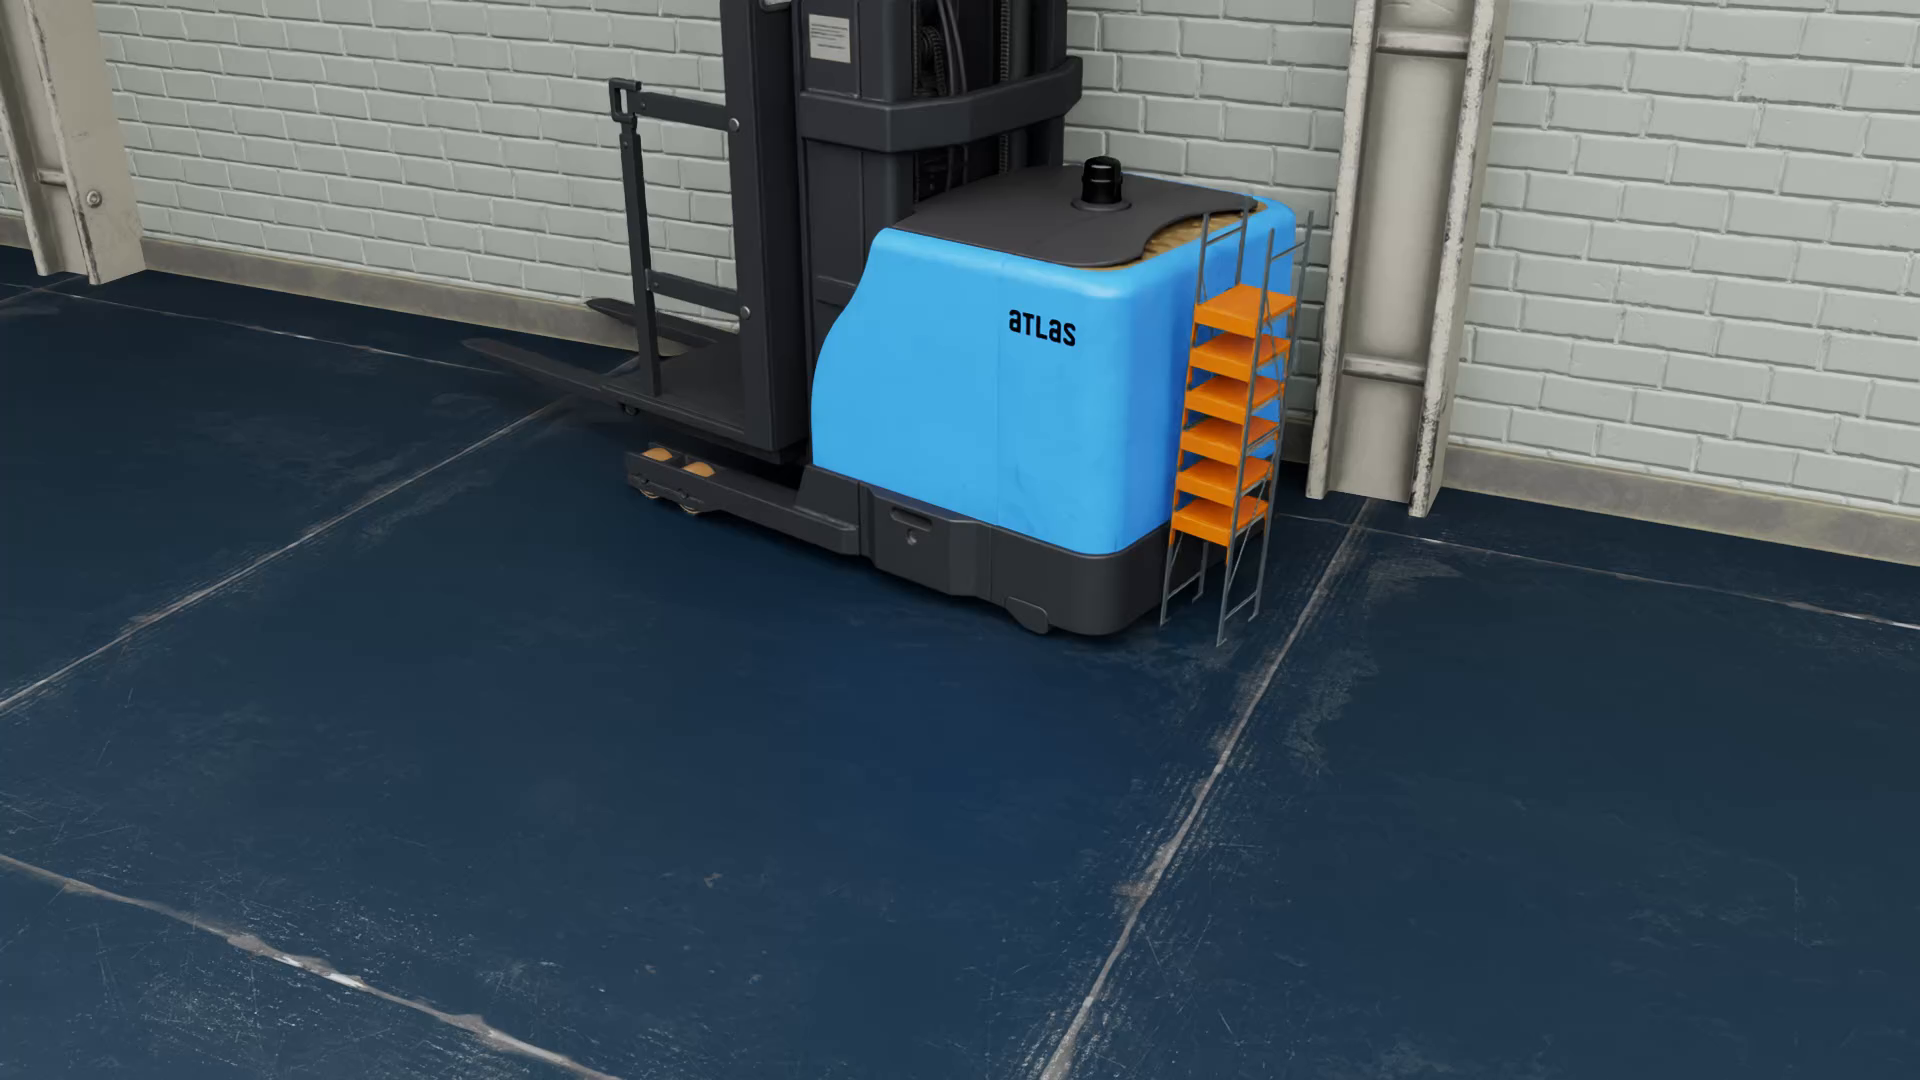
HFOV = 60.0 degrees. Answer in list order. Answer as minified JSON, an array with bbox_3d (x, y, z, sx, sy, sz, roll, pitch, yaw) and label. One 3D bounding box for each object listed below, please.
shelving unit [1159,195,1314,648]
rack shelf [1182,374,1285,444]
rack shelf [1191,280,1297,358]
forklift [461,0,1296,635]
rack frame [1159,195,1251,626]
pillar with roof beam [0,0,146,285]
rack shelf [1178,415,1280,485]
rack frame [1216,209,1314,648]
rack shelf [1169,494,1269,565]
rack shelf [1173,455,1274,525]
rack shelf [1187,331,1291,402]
[{"bbox_3d":[0.737,-0.300,4.493,0.189,1.200,0.258,21,33,31],"label":"shelving unit"},{"bbox_3d":[0.740,-0.367,4.458,0.180,0.103,0.258,21,33,31],"label":"rack shelf"},{"bbox_3d":[0.749,-0.579,4.346,0.180,0.103,0.258,21,33,31],"label":"rack shelf"},{"bbox_3d":[-0.484,-1.564,5.108,3.031,2.935,1.130,19,32,34],"label":"forklift"},{"bbox_3d":[0.664,-0.328,4.540,0.006,1.200,0.240,21,33,31],"label":"rack frame"},{"bbox_3d":[-5.851,-3.573,2.320,0.400,9.000,9.100,11,28,22],"label":"pillar with roof beam"},{"bbox_3d":[0.736,-0.261,4.514,0.180,0.103,0.258,21,33,31],"label":"rack shelf"},{"bbox_3d":[0.811,-0.273,4.446,0.006,1.200,0.240,21,33,31],"label":"rack frame"},{"bbox_3d":[0.727,-0.049,4.626,0.180,0.103,0.258,21,33,31],"label":"rack shelf"},{"bbox_3d":[0.731,-0.155,4.570,0.180,0.103,0.258,21,33,31],"label":"rack shelf"},{"bbox_3d":[0.744,-0.473,4.402,0.180,0.103,0.258,21,33,31],"label":"rack shelf"}]
